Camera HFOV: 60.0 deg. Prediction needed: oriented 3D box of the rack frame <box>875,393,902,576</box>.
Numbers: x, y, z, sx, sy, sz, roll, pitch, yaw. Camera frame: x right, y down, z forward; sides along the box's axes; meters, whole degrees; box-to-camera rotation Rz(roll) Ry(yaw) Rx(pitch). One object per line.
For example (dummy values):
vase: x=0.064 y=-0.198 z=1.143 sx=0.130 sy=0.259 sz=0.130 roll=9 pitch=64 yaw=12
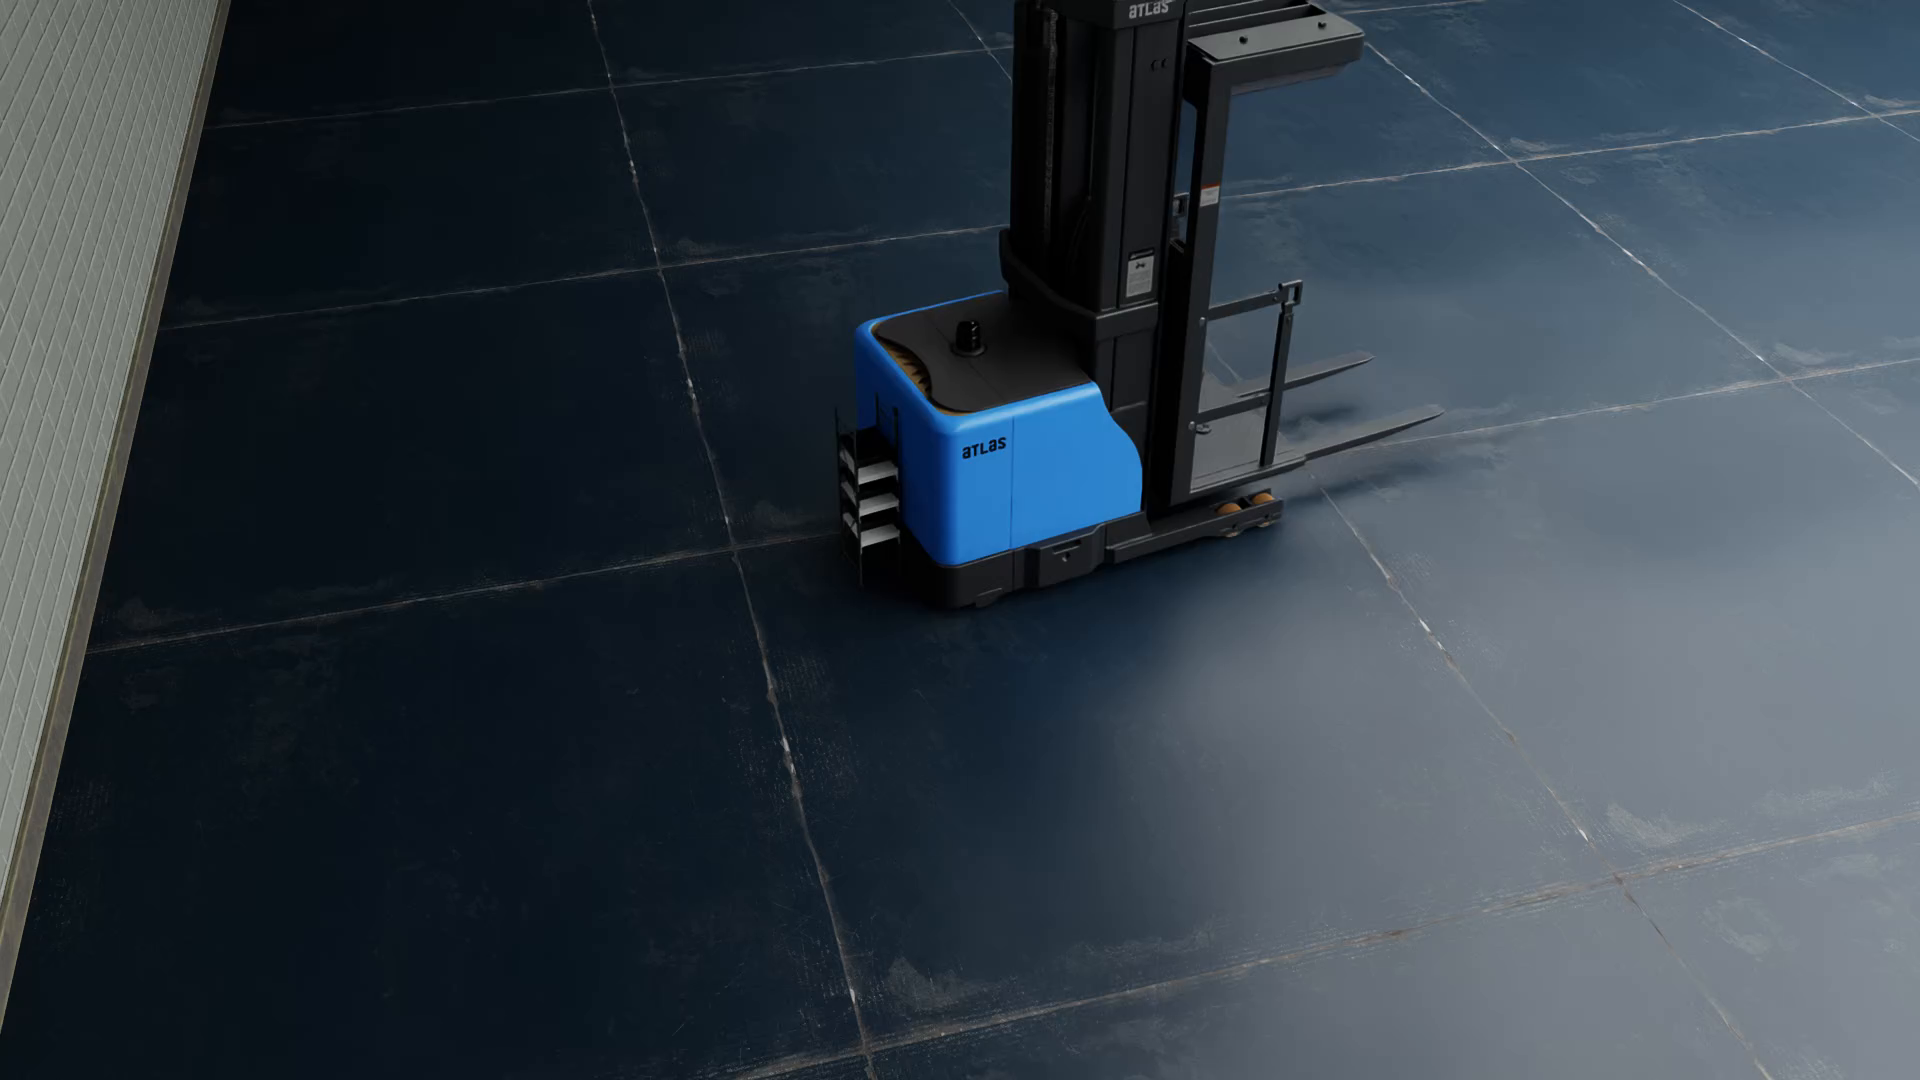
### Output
rack frame: x=-0.335 y=-0.252 z=7.819 sx=0.006 sy=0.900 sz=0.240 roll=-16 pitch=40 yaw=-20

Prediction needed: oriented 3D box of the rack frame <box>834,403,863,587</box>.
rack frame: x=-0.519 y=-0.199 z=7.749 sx=0.006 sy=0.900 sz=0.240 roll=-16 pitch=40 yaw=-20

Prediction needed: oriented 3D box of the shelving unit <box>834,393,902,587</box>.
shelving unit: x=-0.427 y=-0.226 z=7.784 sx=0.210 sy=0.900 sz=0.258 roll=-16 pitch=40 yaw=-20

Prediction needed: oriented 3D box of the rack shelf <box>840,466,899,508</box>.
rack shelf: x=-0.427 y=-0.271 z=7.749 sx=0.200 sy=0.077 sz=0.258 roll=-16 pitch=40 yaw=-20

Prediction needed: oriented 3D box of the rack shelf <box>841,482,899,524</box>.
rack shelf: x=-0.427 y=-0.199 z=7.804 sx=0.200 sy=0.077 sz=0.258 roll=-16 pitch=40 yaw=-20

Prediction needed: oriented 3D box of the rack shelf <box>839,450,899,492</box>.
rack shelf: x=-0.427 y=-0.342 z=7.695 sx=0.200 sy=0.077 sz=0.258 roll=-16 pitch=40 yaw=-20

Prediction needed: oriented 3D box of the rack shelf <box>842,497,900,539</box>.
rack shelf: x=-0.427 y=-0.128 z=7.859 sx=0.200 sy=0.077 sz=0.258 roll=-16 pitch=40 yaw=-20

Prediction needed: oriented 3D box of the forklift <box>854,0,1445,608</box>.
forklift: x=1.045 y=-1.452 z=7.715 sx=3.031 sy=2.935 sz=1.130 roll=-16 pitch=40 yaw=-20

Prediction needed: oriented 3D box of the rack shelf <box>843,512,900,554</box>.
rack shelf: x=-0.427 y=-0.056 z=7.913 sx=0.200 sy=0.077 sz=0.258 roll=-16 pitch=40 yaw=-20

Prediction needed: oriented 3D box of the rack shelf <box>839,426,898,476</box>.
rack shelf: x=-0.427 y=-0.414 z=7.640 sx=0.200 sy=0.077 sz=0.258 roll=-16 pitch=40 yaw=-20
